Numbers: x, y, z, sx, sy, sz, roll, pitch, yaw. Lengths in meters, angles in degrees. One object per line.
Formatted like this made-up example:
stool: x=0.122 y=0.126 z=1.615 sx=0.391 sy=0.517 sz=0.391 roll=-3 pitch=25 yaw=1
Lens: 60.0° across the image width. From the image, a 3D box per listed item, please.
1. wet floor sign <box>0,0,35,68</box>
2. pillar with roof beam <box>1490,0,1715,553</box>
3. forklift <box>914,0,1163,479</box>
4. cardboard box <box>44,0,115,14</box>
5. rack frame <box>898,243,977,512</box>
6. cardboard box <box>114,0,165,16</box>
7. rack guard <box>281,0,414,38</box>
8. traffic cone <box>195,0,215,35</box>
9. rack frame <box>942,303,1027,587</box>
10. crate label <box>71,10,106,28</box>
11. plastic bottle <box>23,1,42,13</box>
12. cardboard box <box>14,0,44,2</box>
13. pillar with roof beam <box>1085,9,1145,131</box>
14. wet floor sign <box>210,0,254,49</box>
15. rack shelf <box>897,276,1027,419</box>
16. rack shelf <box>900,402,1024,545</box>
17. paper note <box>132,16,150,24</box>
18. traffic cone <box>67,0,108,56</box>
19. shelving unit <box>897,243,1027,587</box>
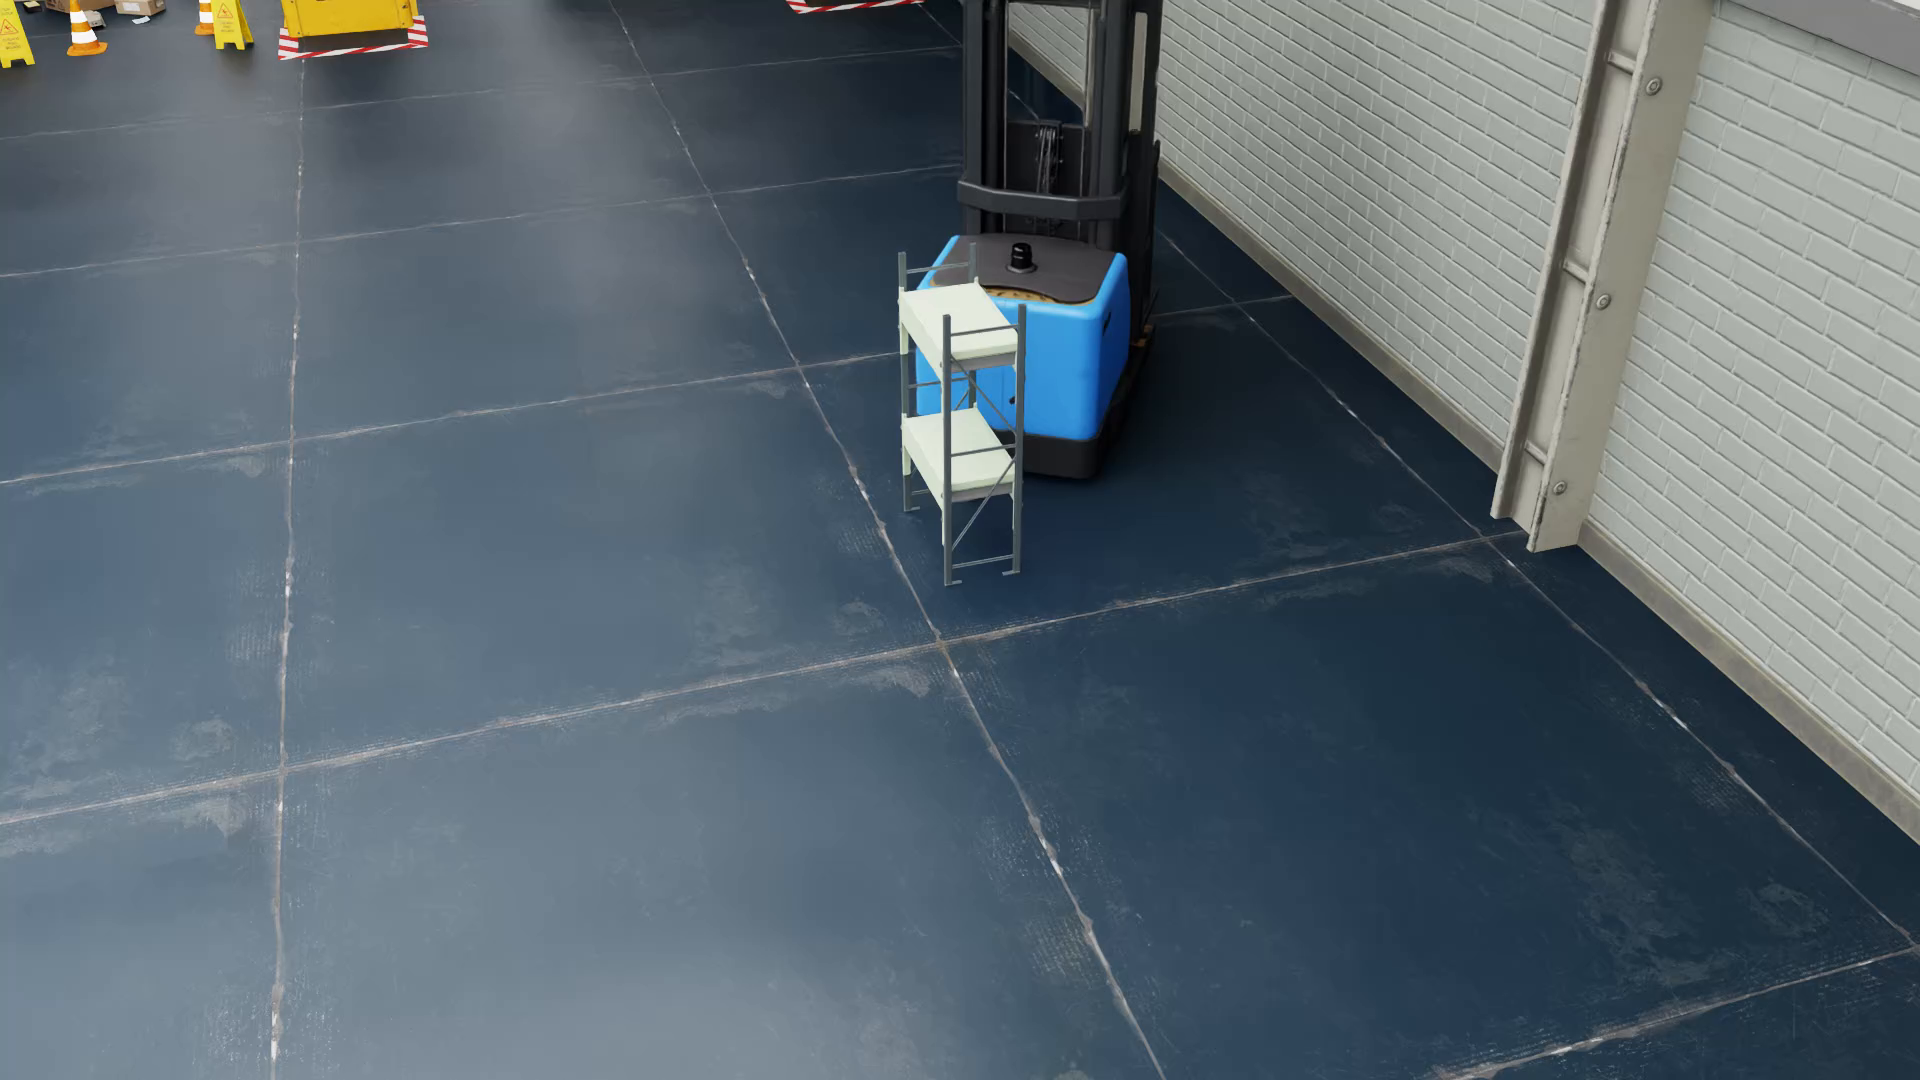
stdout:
wet floor sign: x=-8.760 y=-4.712 z=15.295 sx=0.267 sy=0.644 sz=0.232 roll=-16 pitch=37 yaw=-23
pillar with roof beam: x=-1.039 y=-3.094 z=5.270 sx=9.100 sy=9.000 sz=0.400 roll=-10 pitch=35 yaw=-15
forklift: x=0.619 y=-2.366 z=9.672 sx=1.130 sy=2.935 sz=3.031 roll=8 pitch=34 yaw=12
cardboard box: x=-8.918 y=-5.717 z=16.945 sx=0.637 sy=0.503 sz=0.797 roll=19 pitch=38 yaw=26
rack frame: x=-0.110 y=-0.814 z=8.622 sx=0.400 sy=1.500 sz=0.023 roll=-10 pitch=35 yaw=-15
cardboard box: x=-8.295 y=-5.421 z=16.818 sx=0.380 sy=0.149 sz=0.250 roll=7 pitch=34 yaw=10
rack guard: x=-5.995 y=-5.259 z=16.255 sx=1.175 sy=0.500 sz=0.348 roll=-10 pitch=35 yaw=-15
traffic cone: x=-7.331 y=-5.212 z=16.218 sx=0.336 sy=0.463 sz=0.334 roll=-10 pitch=35 yaw=-15
rack frame: x=0.114 y=-0.430 z=8.040 sx=0.400 sy=1.500 sz=0.023 roll=-10 pitch=35 yaw=-15
crate label: x=-8.583 y=-5.114 z=16.364 sx=0.298 sy=0.136 sz=0.250 roll=27 pitch=42 yaw=34
plastic bottle: x=-9.441 y=-5.426 z=16.907 sx=0.133 sy=0.061 sz=0.283 roll=-23 pitch=40 yaw=-31
cardboard box: x=-9.597 y=-5.743 z=17.200 sx=0.396 sy=0.266 sz=0.258 roll=-4 pitch=34 yaw=-6
pillar with roof beam: x=-2.869 y=-6.244 z=10.038 sx=9.100 sy=9.000 sz=0.400 roll=-10 pitch=35 yaw=-15
wet floor sign: x=-6.933 y=-5.000 z=15.731 sx=0.267 sy=0.644 sz=0.232 roll=1 pitch=33 yaw=2
rack shelf: x=0.002 y=-0.948 z=8.116 sx=0.431 sy=0.370 sz=0.720 roll=-10 pitch=35 yaw=-15
rack shelf: x=0.002 y=-0.350 z=8.511 sx=0.431 sy=0.370 sz=0.720 roll=-10 pitch=35 yaw=-15
paper note: x=-8.155 y=-5.185 z=16.569 sx=0.148 sy=0.019 sz=0.142 roll=-23 pitch=40 yaw=-31
traffic cone: x=-8.285 y=-4.847 z=15.666 sx=0.336 sy=0.463 sz=0.334 roll=-10 pitch=35 yaw=-15
shelving unit: x=0.002 y=-0.622 z=8.331 sx=0.431 sy=1.500 sz=0.755 roll=-10 pitch=35 yaw=-15
